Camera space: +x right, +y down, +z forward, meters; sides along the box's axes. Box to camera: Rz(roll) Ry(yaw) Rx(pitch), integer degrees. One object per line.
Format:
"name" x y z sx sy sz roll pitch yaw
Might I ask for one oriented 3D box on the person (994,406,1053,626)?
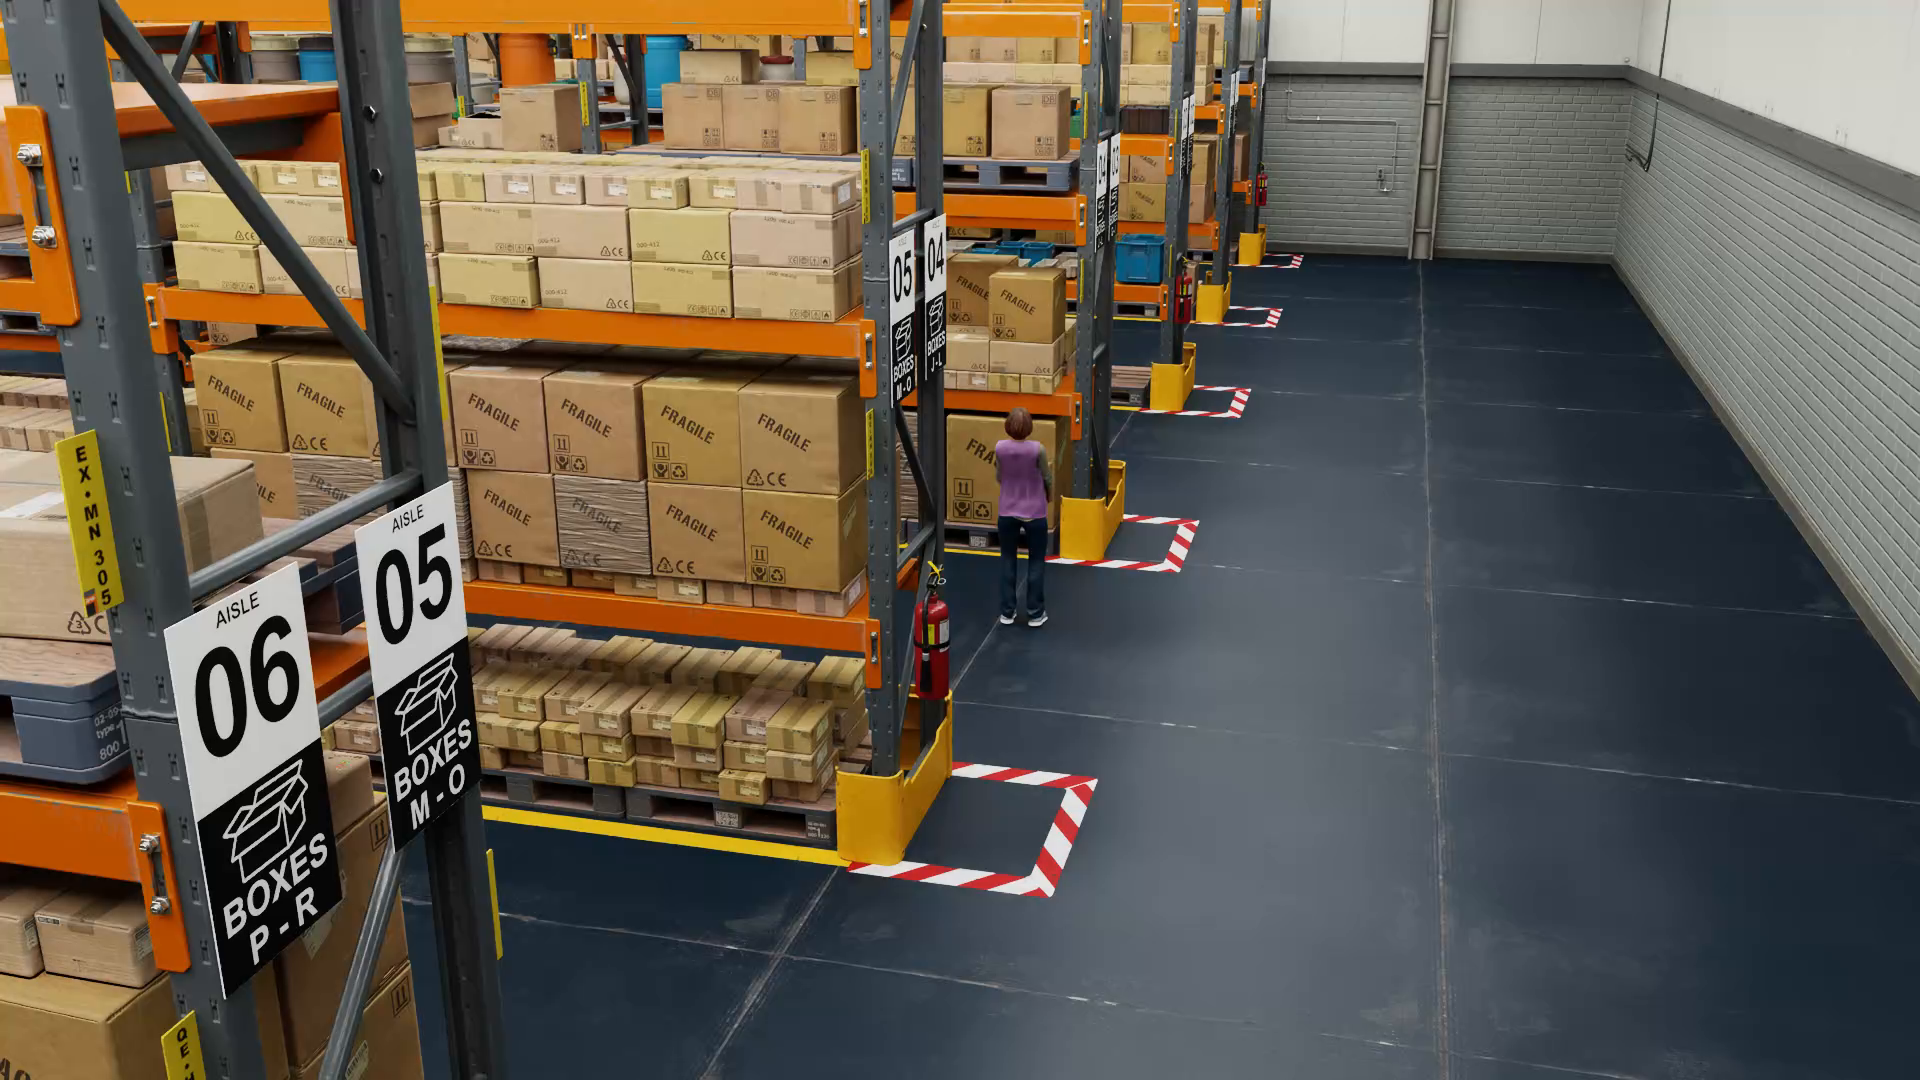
"person" 0.450 -0.193 11.657 0.408 1.589 0.491 5 19 14
